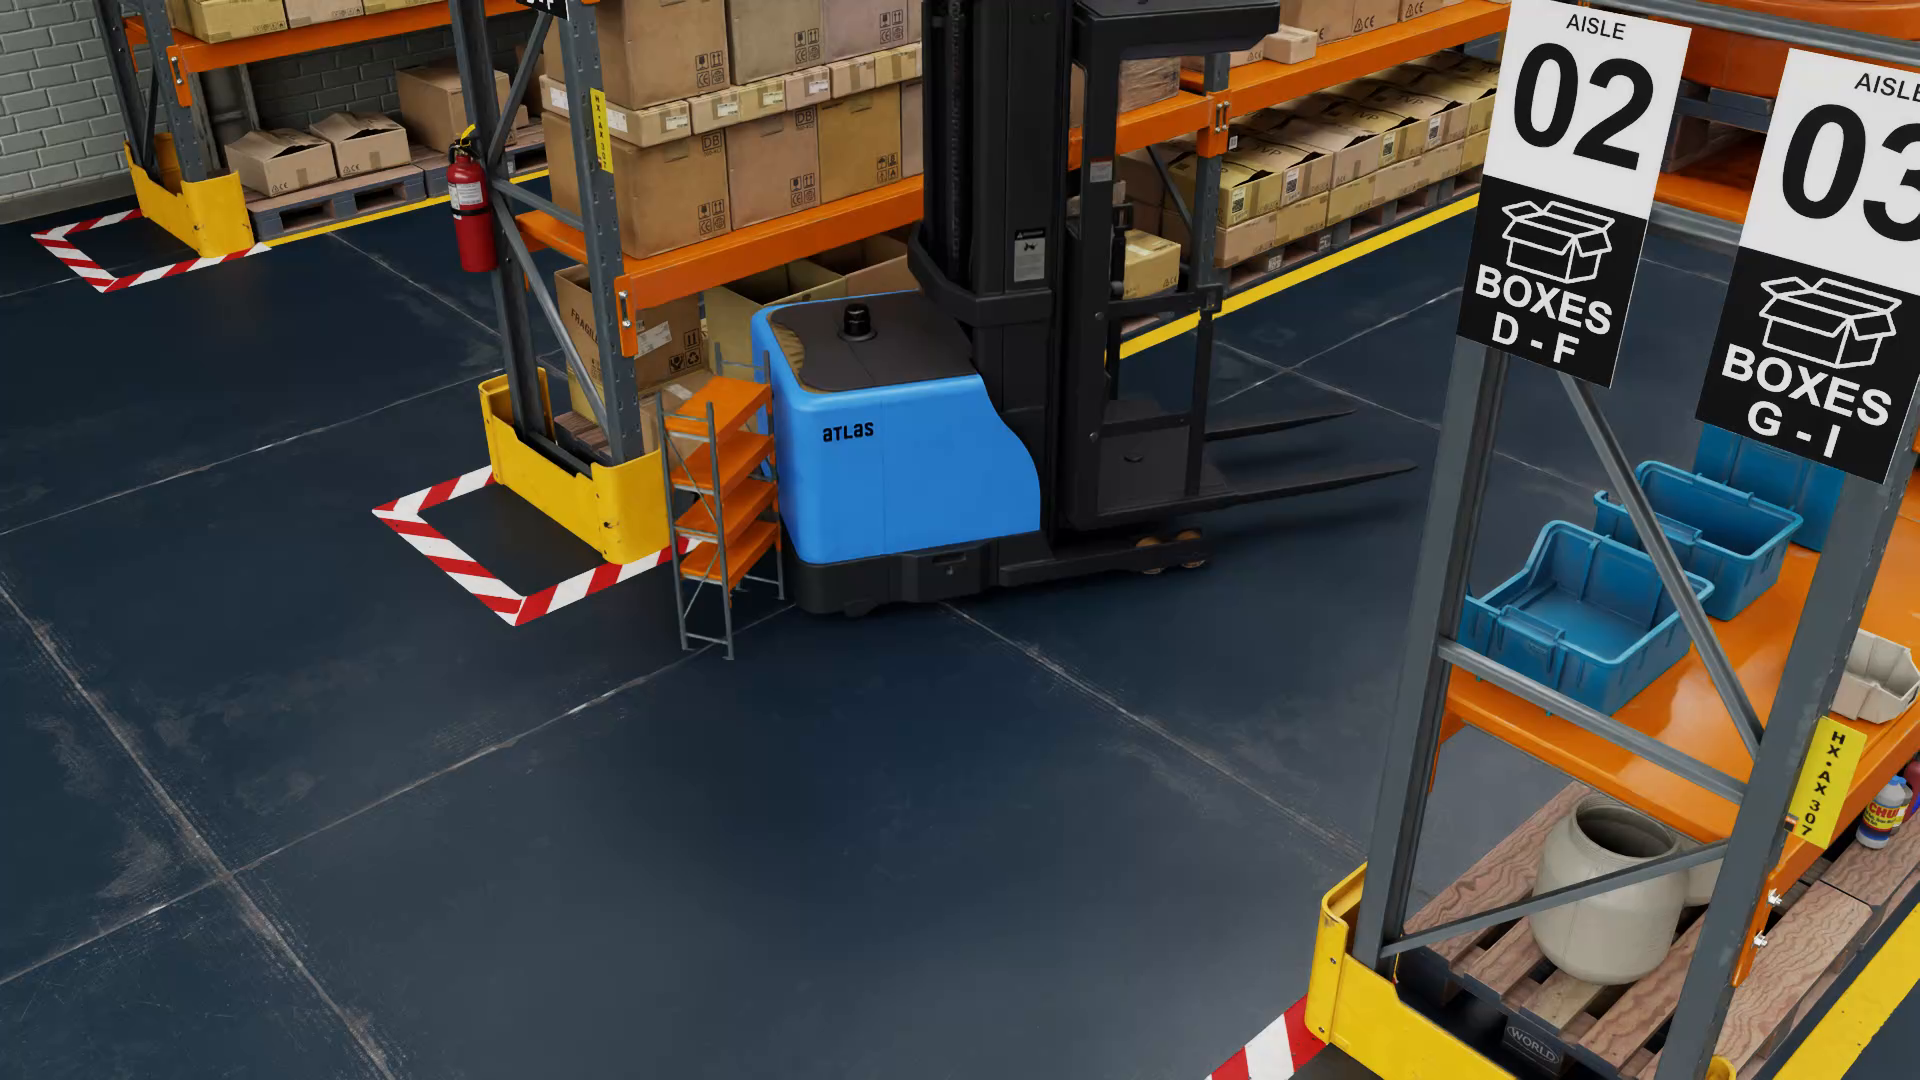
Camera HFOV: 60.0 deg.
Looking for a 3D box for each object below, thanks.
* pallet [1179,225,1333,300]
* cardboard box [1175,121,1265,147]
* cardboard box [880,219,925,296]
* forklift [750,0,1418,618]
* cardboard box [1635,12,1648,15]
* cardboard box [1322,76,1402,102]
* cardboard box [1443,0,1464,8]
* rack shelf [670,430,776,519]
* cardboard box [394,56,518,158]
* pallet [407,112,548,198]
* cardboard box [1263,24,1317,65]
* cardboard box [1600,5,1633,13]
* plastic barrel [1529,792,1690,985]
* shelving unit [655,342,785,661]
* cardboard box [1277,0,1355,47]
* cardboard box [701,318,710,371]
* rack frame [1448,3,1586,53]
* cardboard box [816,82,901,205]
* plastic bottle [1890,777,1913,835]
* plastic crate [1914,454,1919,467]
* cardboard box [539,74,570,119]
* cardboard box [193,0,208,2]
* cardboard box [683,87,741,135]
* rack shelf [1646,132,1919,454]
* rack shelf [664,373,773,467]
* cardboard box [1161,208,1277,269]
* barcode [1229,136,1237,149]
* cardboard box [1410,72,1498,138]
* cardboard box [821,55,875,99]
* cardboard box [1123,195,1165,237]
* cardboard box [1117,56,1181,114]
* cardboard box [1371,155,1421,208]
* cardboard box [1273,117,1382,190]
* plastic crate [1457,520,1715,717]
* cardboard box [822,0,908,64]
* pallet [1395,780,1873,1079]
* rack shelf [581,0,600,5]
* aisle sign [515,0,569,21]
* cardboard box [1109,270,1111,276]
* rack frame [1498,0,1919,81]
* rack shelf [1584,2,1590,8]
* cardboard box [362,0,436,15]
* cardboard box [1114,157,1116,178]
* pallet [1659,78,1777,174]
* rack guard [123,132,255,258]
[{"bbox_3d":[1.643,-1.951,10.738,1.213,0.211,1.003,-26,40,-35],"label":"pallet"},{"bbox_3d":[1.609,-2.550,10.740,0.500,0.311,0.500,-25,39,-34],"label":"cardboard box"},{"bbox_3d":[-0.158,-1.408,8.691,0.500,0.500,0.500,-26,40,-35],"label":"cardboard box"},{"bbox_3d":[0.633,-1.350,7.148,3.031,2.935,1.130,-9,33,-14],"label":"forklift"},{"bbox_3d":[5.721,-4.007,13.403,0.500,0.500,0.500,-27,41,-37],"label":"cardboard box"},{"bbox_3d":[2.724,-3.085,11.616,0.500,0.311,0.500,-27,41,-37],"label":"cardboard box"},{"bbox_3d":[3.166,-3.702,11.170,0.250,0.149,0.380,-23,38,-32],"label":"cardboard box"},{"bbox_3d":[-0.969,-0.284,6.765,0.258,0.148,0.480,11,33,17],"label":"rack shelf"},{"bbox_3d":[-3.616,-3.115,11.943,0.700,0.500,0.500,26,40,36],"label":"cardboard box"},{"bbox_3d":[-3.605,-2.882,12.260,1.213,0.211,1.003,-26,40,-35],"label":"pallet"},{"bbox_3d":[1.918,-2.993,10.011,0.250,0.149,0.380,-26,40,-35],"label":"cardboard box"},{"bbox_3d":[5.349,-4.198,13.714,0.500,0.500,0.500,28,41,37],"label":"cardboard box"},{"bbox_3d":[1.992,1.070,5.107,0.421,0.512,0.421,0,31,0],"label":"plastic barrel"},{"bbox_3d":[-0.969,-0.151,6.846,0.258,1.200,0.503,11,33,17],"label":"shelving unit"},{"bbox_3d":[2.090,-3.360,10.274,0.500,0.500,0.500,-23,38,-32],"label":"cardboard box"},{"bbox_3d":[-1.253,-0.937,8.640,0.500,0.250,0.500,-26,40,-35],"label":"cardboard box"},{"bbox_3d":[4.062,-4.283,11.879,0.127,3.000,1.000,-26,40,-35],"label":"rack frame"},{"bbox_3d":[-0.703,-2.011,8.067,0.500,0.500,0.700,-26,40,-35],"label":"cardboard box"},{"bbox_3d":[3.179,0.896,5.670,0.097,0.201,0.097,0,31,0],"label":"plastic bottle"},{"bbox_3d":[3.307,-0.504,5.902,0.662,0.188,0.450,-26,40,-35],"label":"plastic crate"},{"bbox_3d":[-1.653,-1.973,7.384,0.250,0.149,0.380,-27,40,-36],"label":"cardboard box"},{"bbox_3d":[-4.620,-3.658,10.263,0.500,0.500,0.500,-26,40,-35],"label":"cardboard box"},{"bbox_3d":[-1.178,-1.916,7.291,0.250,0.149,0.380,-27,41,-37],"label":"cardboard box"},{"bbox_3d":[3.028,-1.232,4.703,4.000,0.370,1.077,-26,40,-35],"label":"rack shelf"},{"bbox_3d":[-0.969,-0.486,6.641,0.258,0.148,0.480,11,33,17],"label":"rack shelf"},{"bbox_3d":[1.594,-1.919,10.246,0.500,0.250,0.500,-27,40,-37],"label":"cardboard box"},{"bbox_3d":[1.599,-2.326,9.733,0.075,0.075,0.001,-26,40,-35],"label":"barcode"},{"bbox_3d":[3.469,-3.062,11.577,0.500,0.311,0.500,-27,40,-36],"label":"cardboard box"},{"bbox_3d":[-0.614,-2.189,7.736,0.250,0.149,0.380,-27,41,-37],"label":"cardboard box"},{"bbox_3d":[1.236,-2.128,10.589,0.500,0.250,0.500,-26,40,-36],"label":"cardboard box"},{"bbox_3d":[0.808,-2.747,9.272,0.500,0.500,0.700,-27,41,-37],"label":"cardboard box"},{"bbox_3d":[2.721,-2.464,11.138,0.500,0.250,0.500,-25,39,-35],"label":"cardboard box"},{"bbox_3d":[2.351,-2.521,10.692,0.500,0.311,0.500,-27,41,-37],"label":"cardboard box"},{"bbox_3d":[1.725,0.222,4.654,0.616,0.251,0.499,-26,40,-35],"label":"plastic crate"},{"bbox_3d":[-0.663,-2.589,7.769,0.500,0.500,0.700,-26,40,-35],"label":"cardboard box"},{"bbox_3d":[2.184,1.309,5.407,1.213,0.211,1.003,-26,40,-35],"label":"pallet"},{"bbox_3d":[-0.337,-3.128,7.804,4.000,0.370,1.077,-26,40,-35],"label":"rack shelf"},{"bbox_3d":[-1.644,-2.414,6.331,0.004,0.787,0.394,-26,40,-35],"label":"aisle sign"},{"bbox_3d":[0.564,-1.449,9.477,0.500,0.250,0.500,-26,40,-35],"label":"cardboard box"},{"bbox_3d":[1.561,-2.109,2.573,0.127,3.000,1.000,-26,40,-35],"label":"rack frame"},{"bbox_3d":[5.529,-4.686,13.227,4.000,0.370,1.077,-26,40,-35],"label":"rack shelf"},{"bbox_3d":[-3.852,-3.703,11.056,0.500,0.250,0.500,-27,40,-36],"label":"cardboard box"},{"bbox_3d":[0.576,-2.146,9.898,0.500,0.500,0.500,-26,40,-35],"label":"cardboard box"},{"bbox_3d":[2.234,-1.005,3.823,1.213,0.211,1.003,-26,40,-35],"label":"pallet"},{"bbox_3d":[-5.119,-2.300,11.032,0.348,0.500,1.175,-26,40,-35],"label":"rack guard"}]
